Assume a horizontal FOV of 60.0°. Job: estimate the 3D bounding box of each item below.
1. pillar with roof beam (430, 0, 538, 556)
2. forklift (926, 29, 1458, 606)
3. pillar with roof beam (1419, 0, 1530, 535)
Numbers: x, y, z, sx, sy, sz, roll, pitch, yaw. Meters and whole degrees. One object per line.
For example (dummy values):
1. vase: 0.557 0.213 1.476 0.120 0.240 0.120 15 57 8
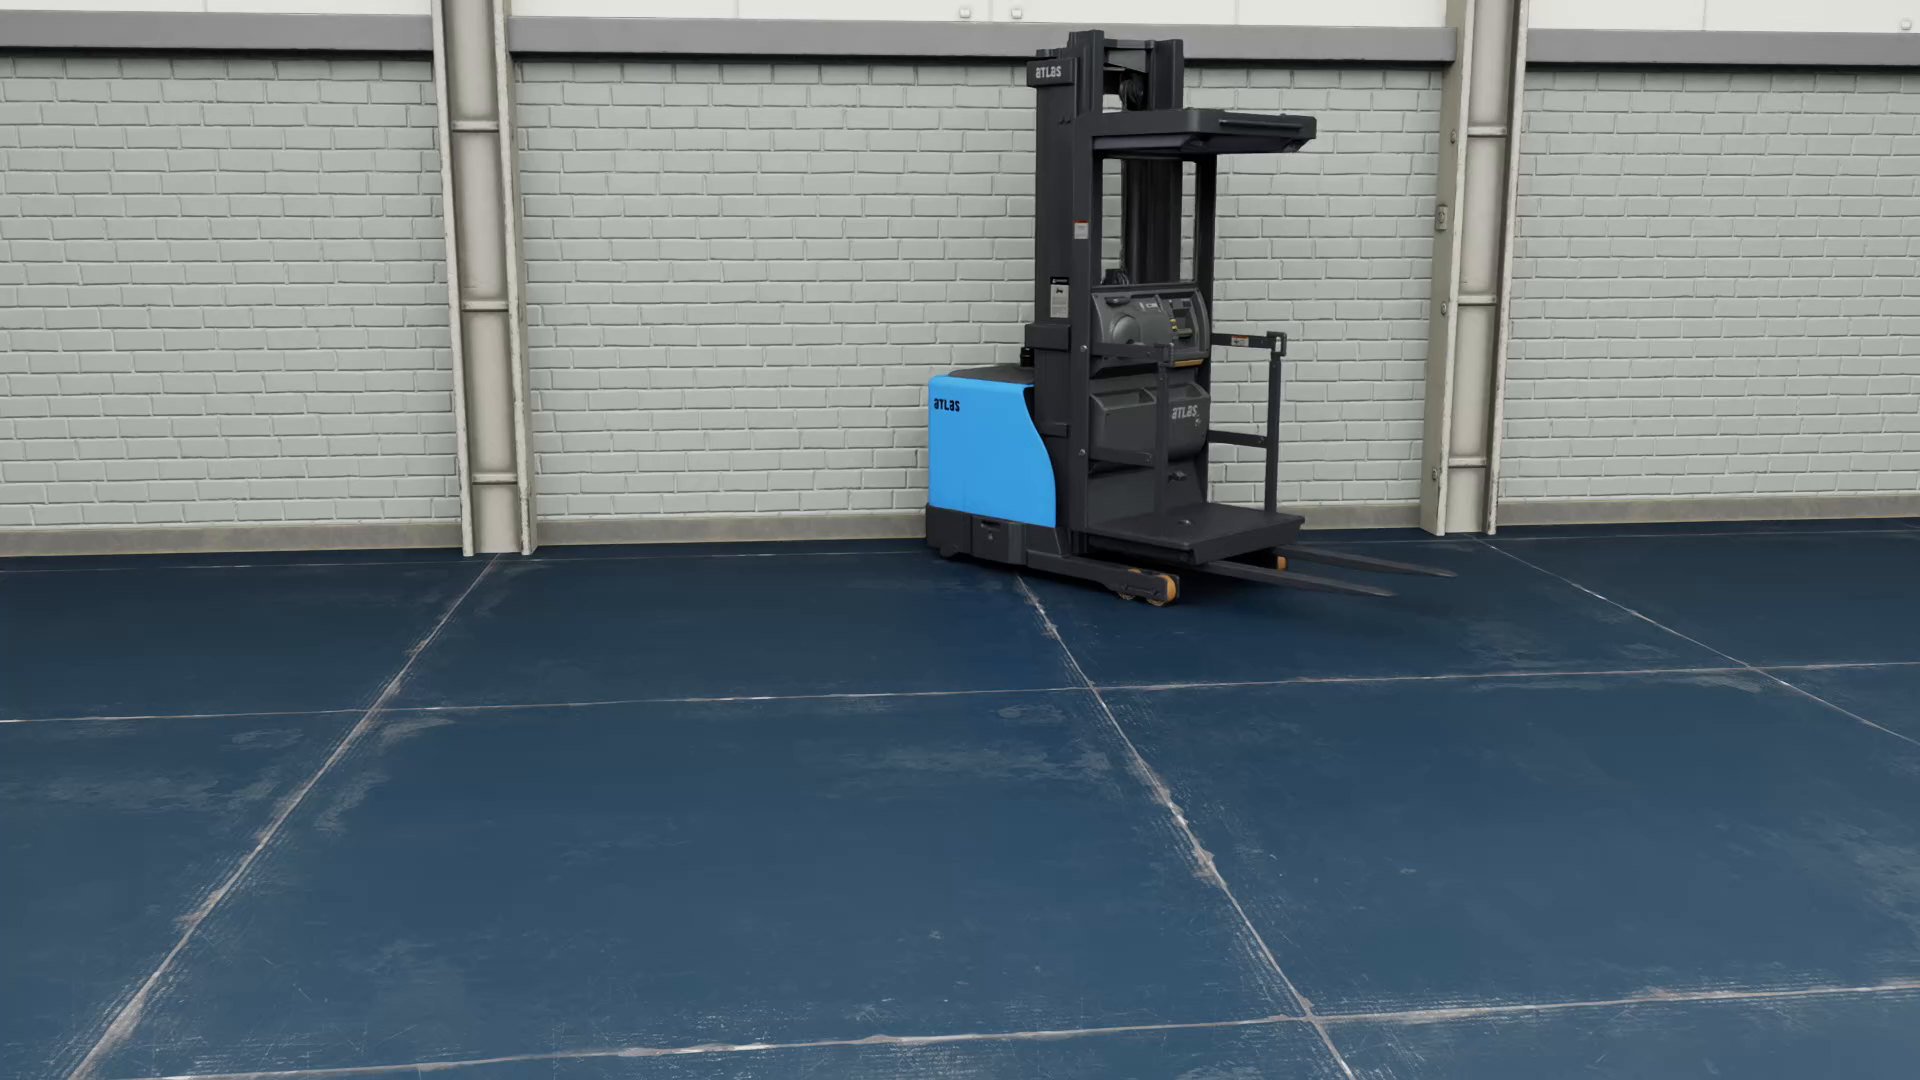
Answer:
1. pillar with roof beam: -2.308 -3.528 4.984 0.400 9.000 9.100 -1 11 -6
2. forklift: 1.194 -1.208 8.912 1.130 2.935 3.031 -11 16 -44
3. pillar with roof beam: 3.657 -3.653 5.620 0.400 9.000 9.100 -1 11 -6
